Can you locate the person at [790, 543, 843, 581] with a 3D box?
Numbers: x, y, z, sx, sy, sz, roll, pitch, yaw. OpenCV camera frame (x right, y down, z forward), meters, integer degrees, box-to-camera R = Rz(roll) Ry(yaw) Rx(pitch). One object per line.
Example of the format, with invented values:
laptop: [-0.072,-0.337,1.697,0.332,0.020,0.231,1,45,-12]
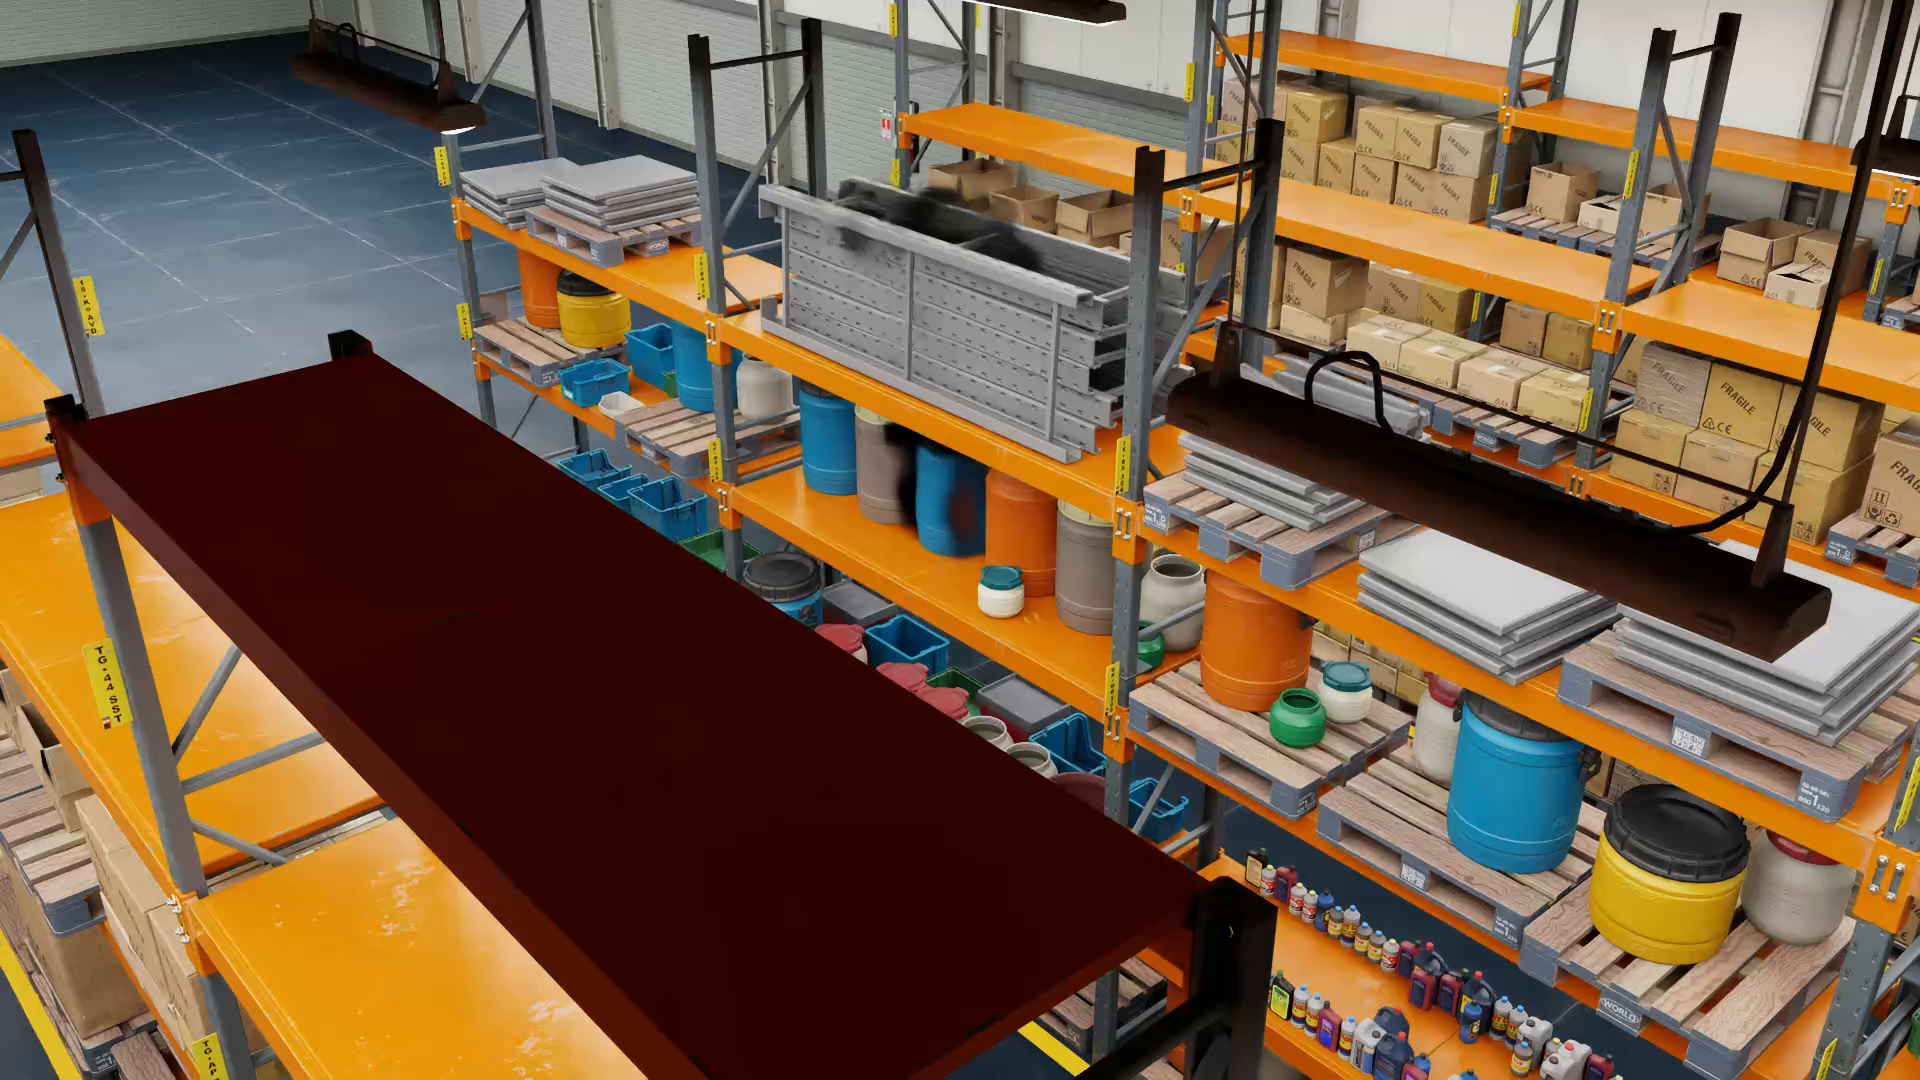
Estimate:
person: [-1.346,-0.193,15.404,0.705,1.745,0.553,-24,36,-39]
